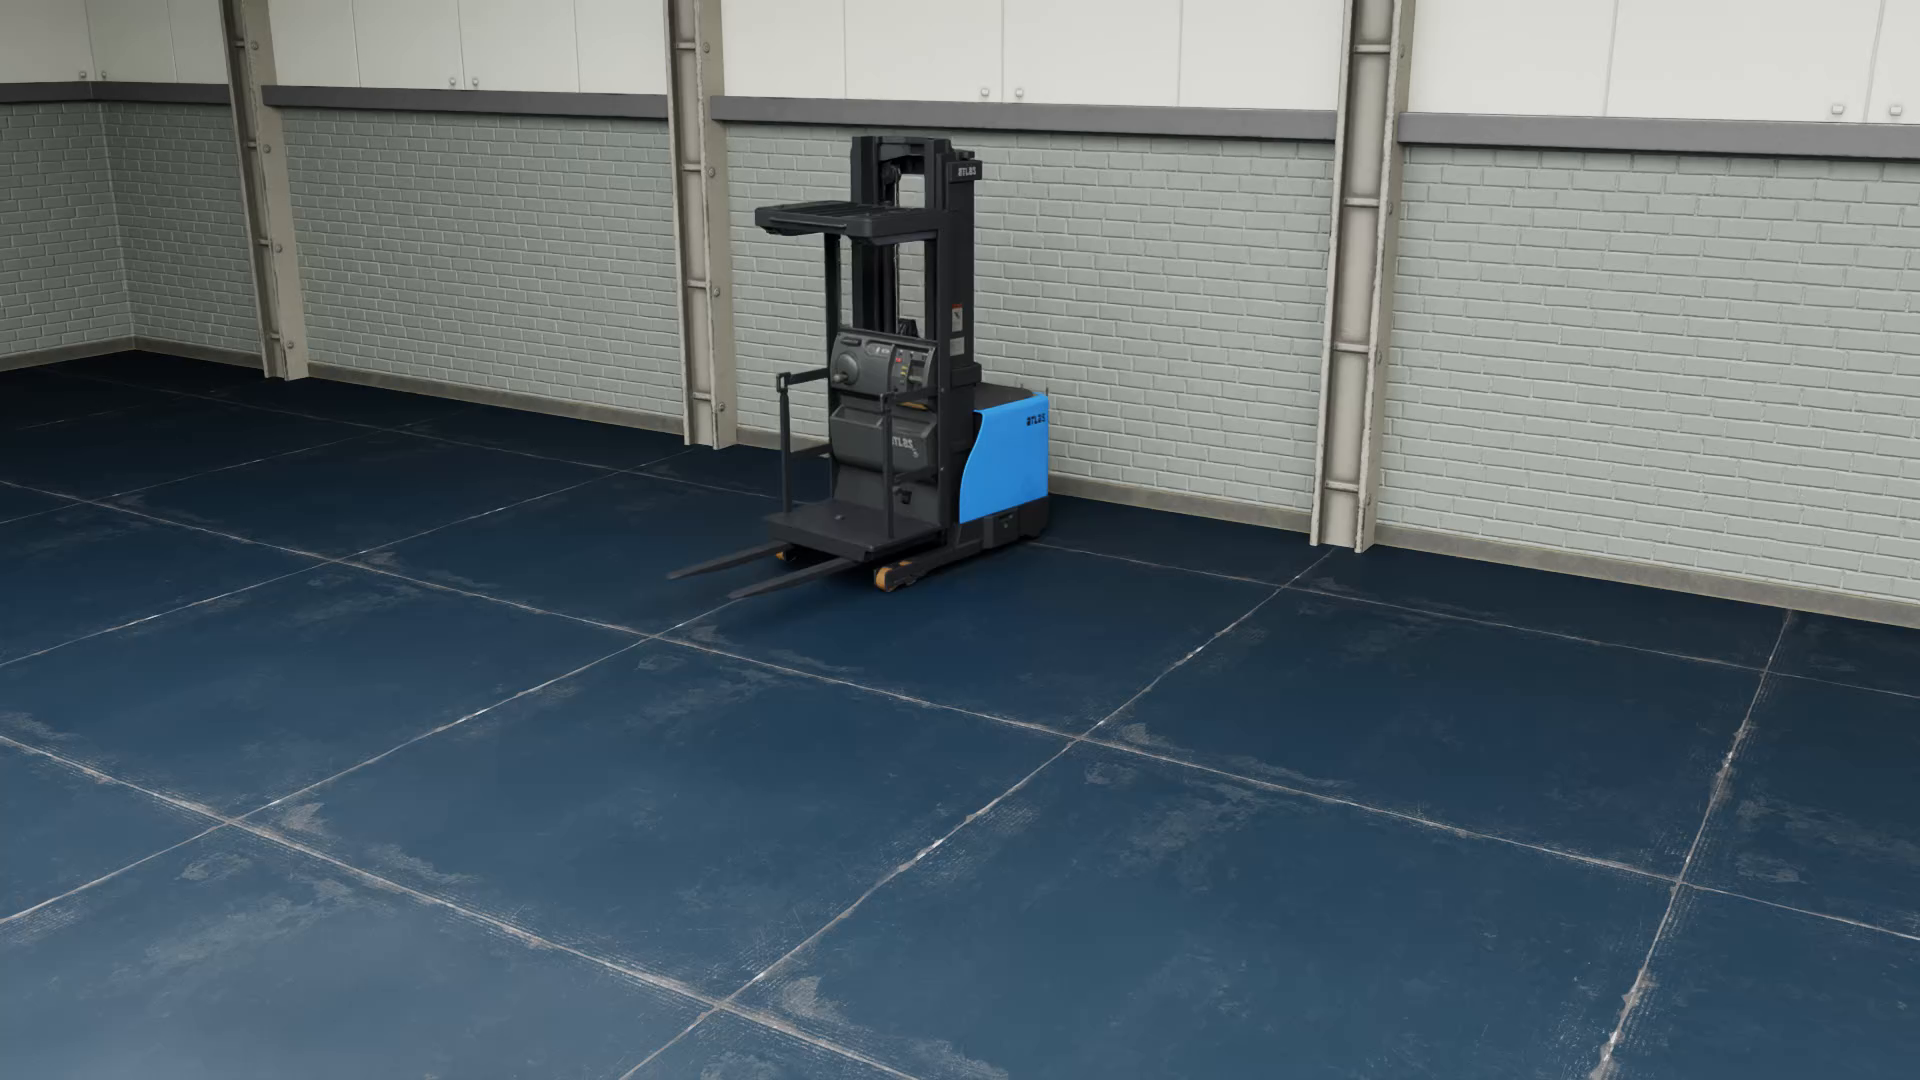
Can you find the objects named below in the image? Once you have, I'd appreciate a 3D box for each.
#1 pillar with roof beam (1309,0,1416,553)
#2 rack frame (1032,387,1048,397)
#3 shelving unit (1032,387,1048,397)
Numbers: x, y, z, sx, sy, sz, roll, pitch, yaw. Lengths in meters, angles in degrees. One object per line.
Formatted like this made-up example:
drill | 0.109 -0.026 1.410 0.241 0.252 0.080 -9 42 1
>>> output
pillar with roof beam | 0.574 -3.214 7.479 0.400 9.000 9.100 10 20 30
rack frame | 0.598 -0.627 12.641 0.008 1.050 0.200 14 22 39
shelving unit | 0.507 -0.651 12.717 0.249 1.050 0.215 14 22 39
